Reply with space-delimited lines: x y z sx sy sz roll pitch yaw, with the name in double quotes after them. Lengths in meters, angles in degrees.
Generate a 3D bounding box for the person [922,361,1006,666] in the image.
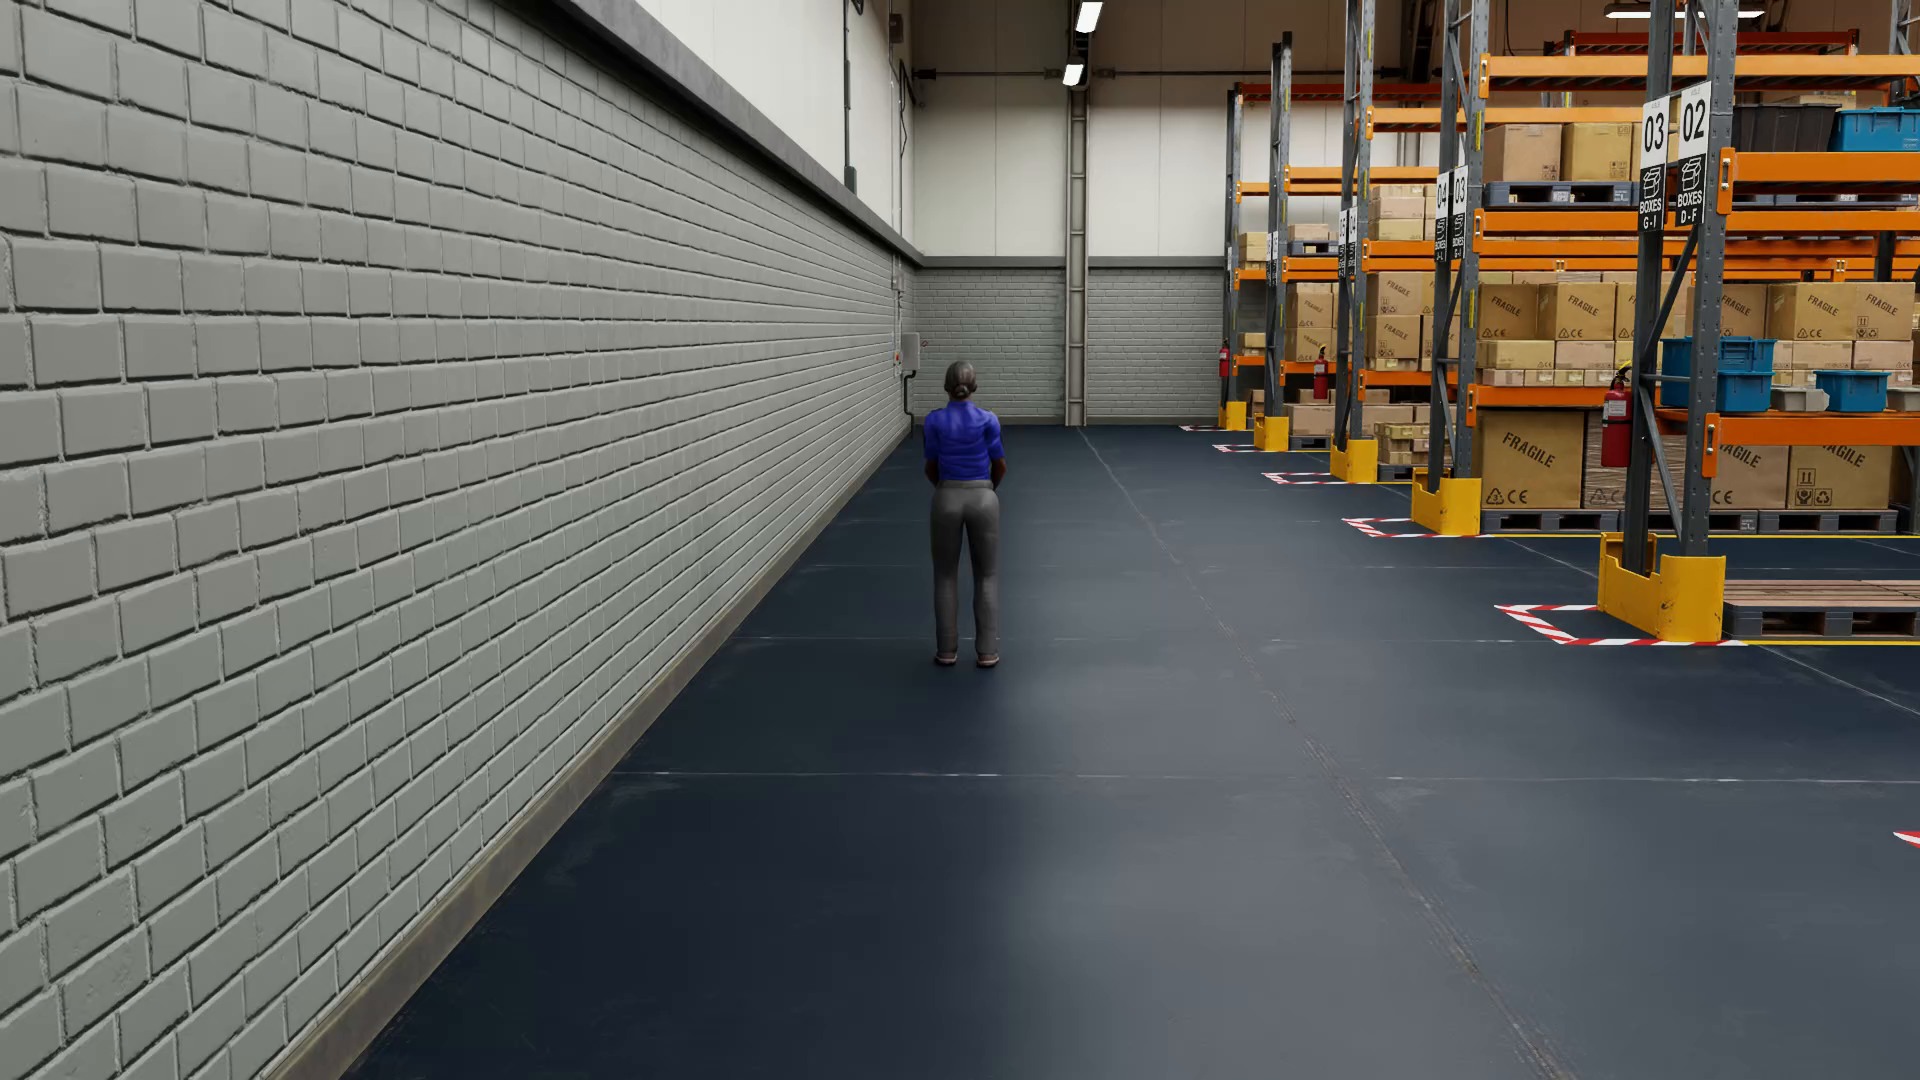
0.022 -0.149 9.027 0.449 1.645 0.515 0 7 1 "person"
